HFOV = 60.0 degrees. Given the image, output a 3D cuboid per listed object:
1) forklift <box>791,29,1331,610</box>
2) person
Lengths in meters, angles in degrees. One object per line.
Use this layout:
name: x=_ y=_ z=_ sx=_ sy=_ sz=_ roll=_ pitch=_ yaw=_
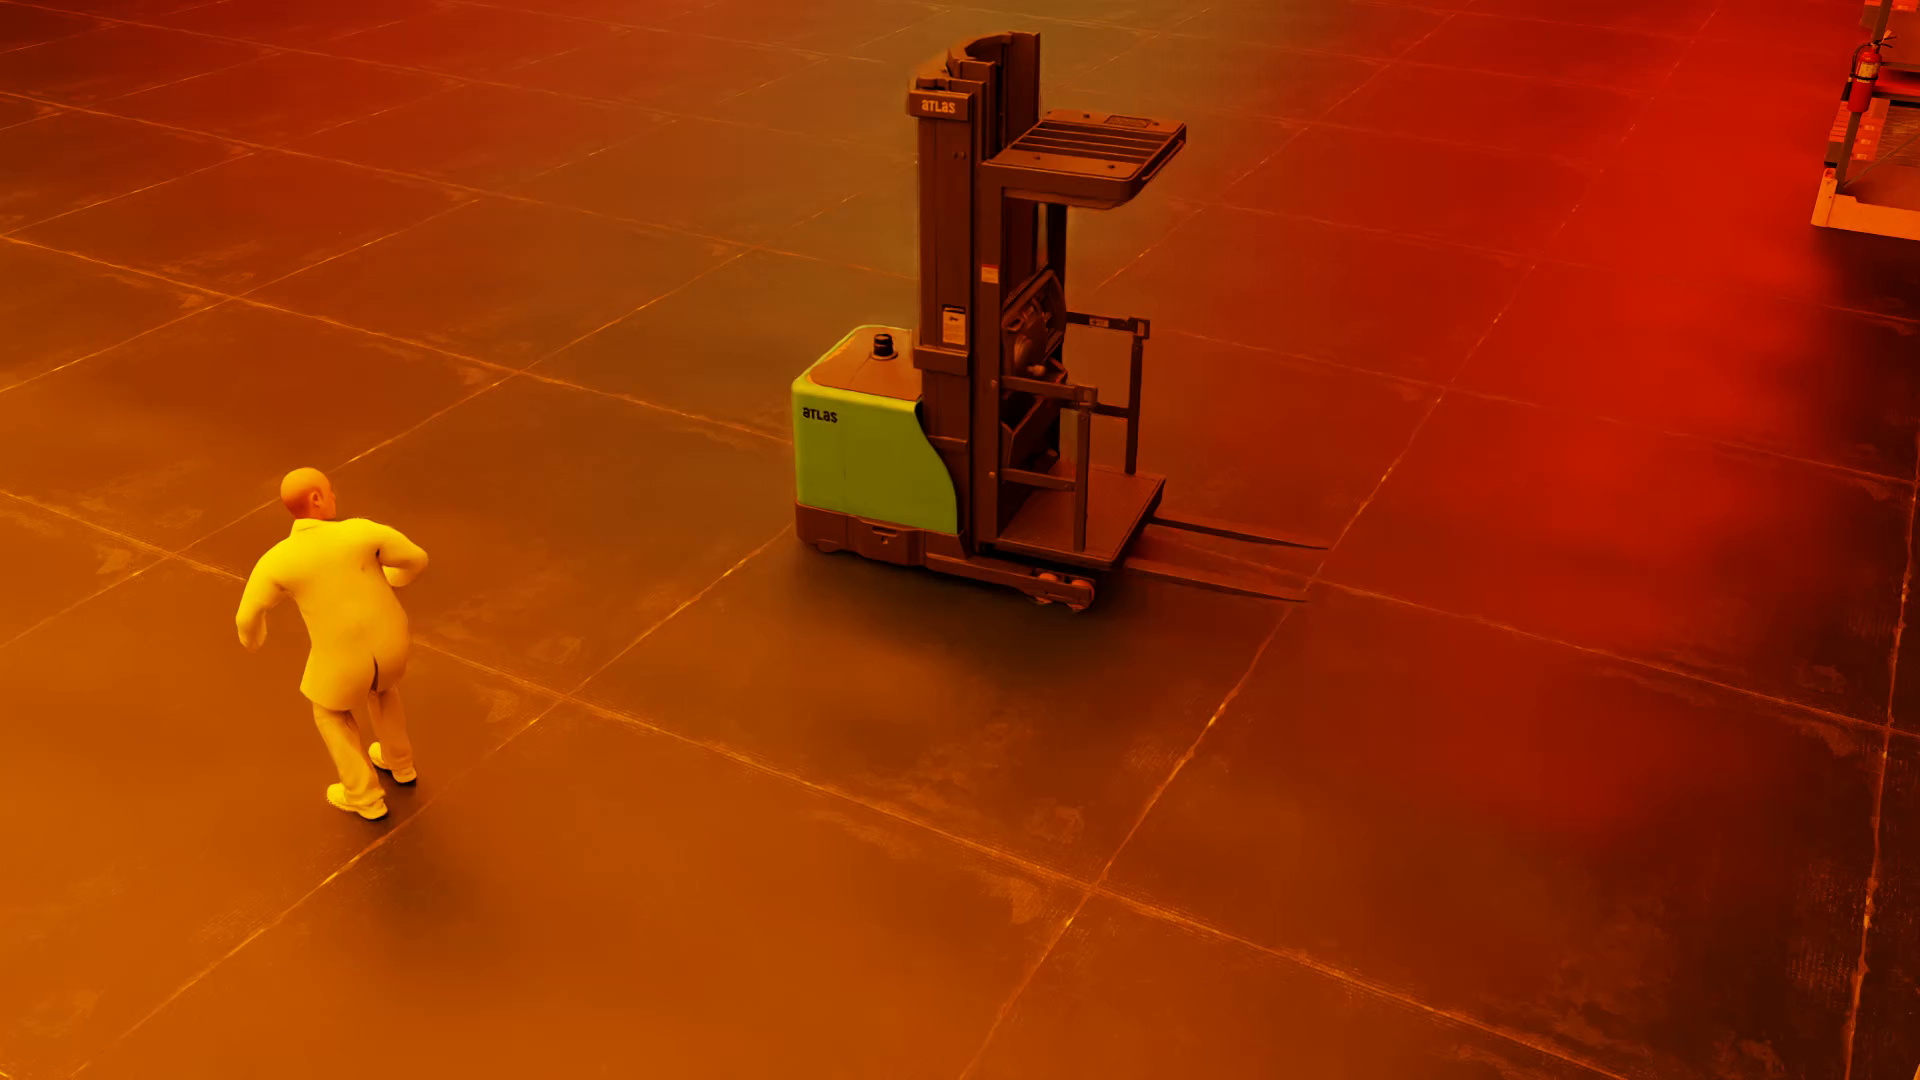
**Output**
forklift: x=0.592 y=-1.180 z=9.115 sx=3.031 sy=2.935 sz=1.130 roll=11 pitch=32 yaw=19
person: x=-2.806 y=0.450 z=7.540 sx=0.825 sy=1.722 sz=0.551 roll=-20 pitch=36 yaw=-31
